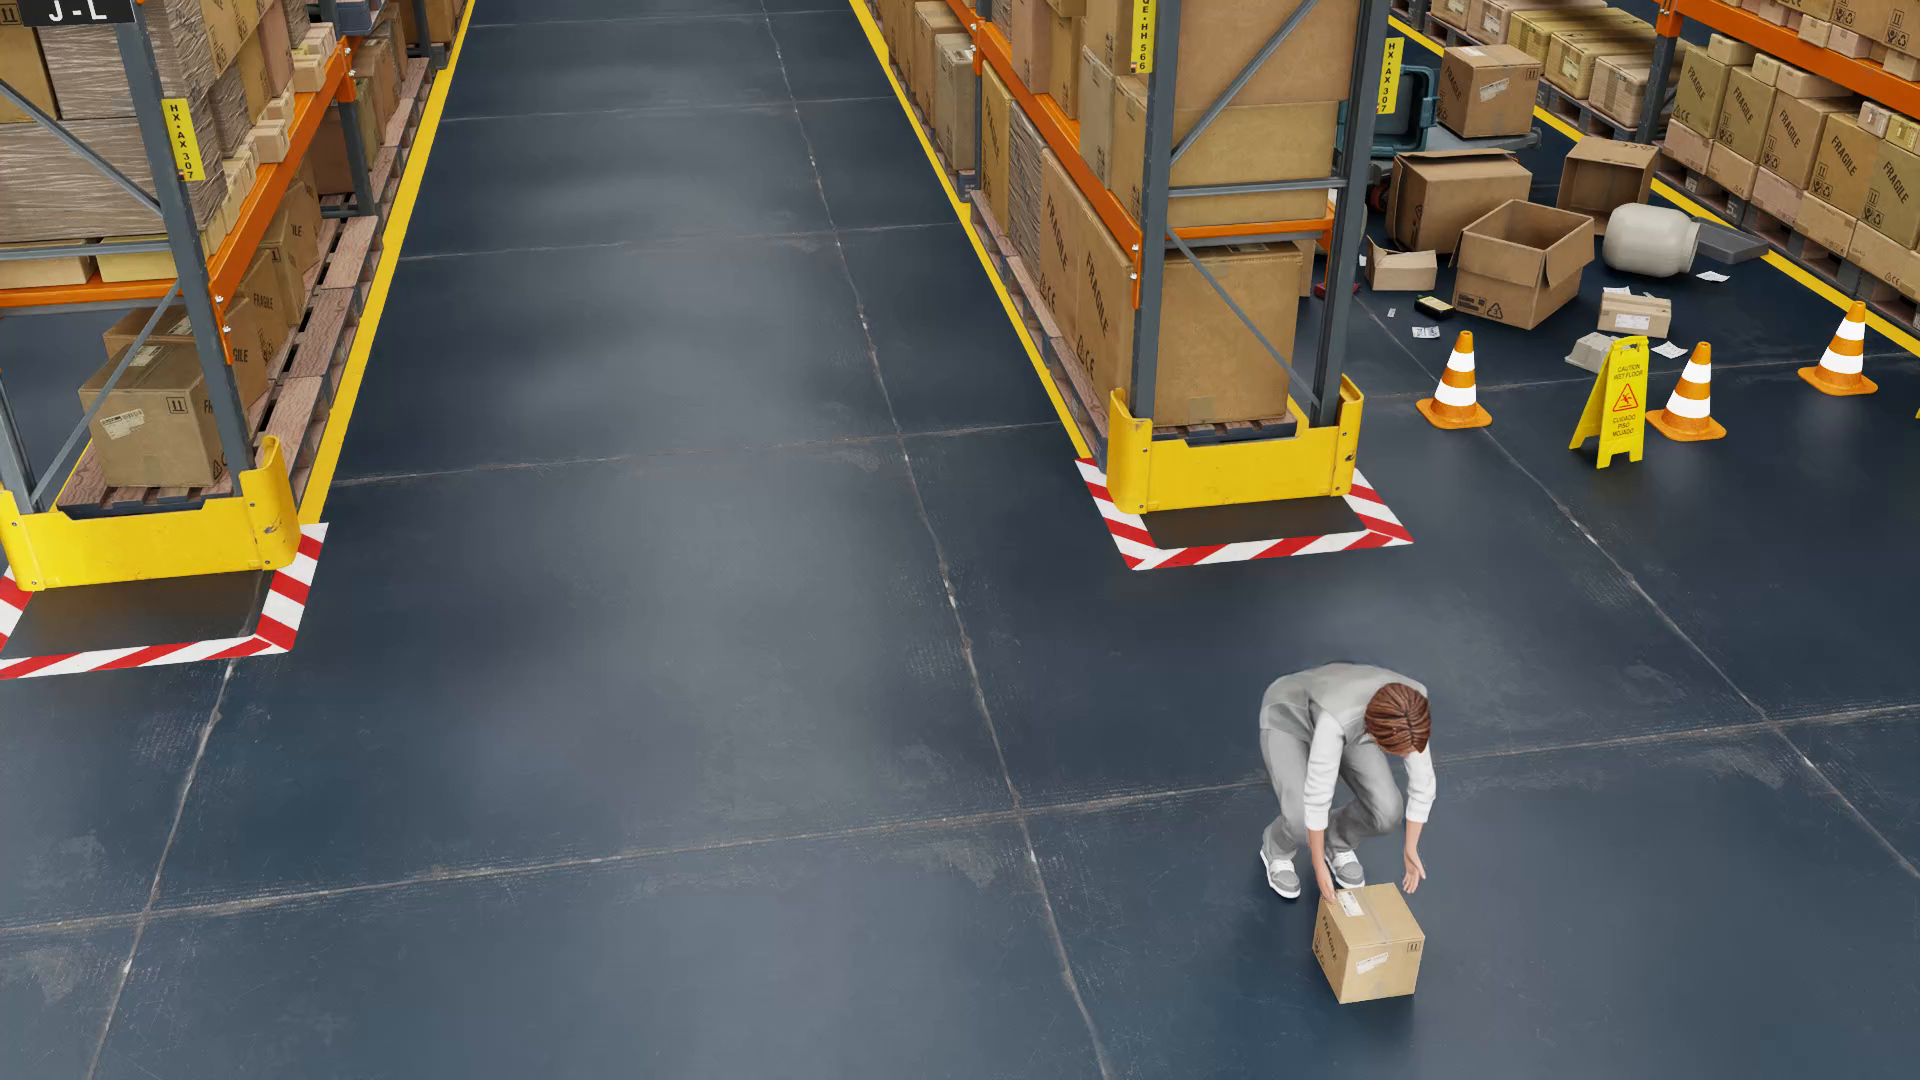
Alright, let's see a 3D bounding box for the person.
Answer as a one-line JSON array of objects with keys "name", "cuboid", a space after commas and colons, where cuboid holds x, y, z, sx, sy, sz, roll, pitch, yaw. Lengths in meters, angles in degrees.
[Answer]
[{"name": "person", "cuboid": [1.258, 0.761, 5.455, 0.456, 1.008, 0.769, -5, 32, -9]}]
